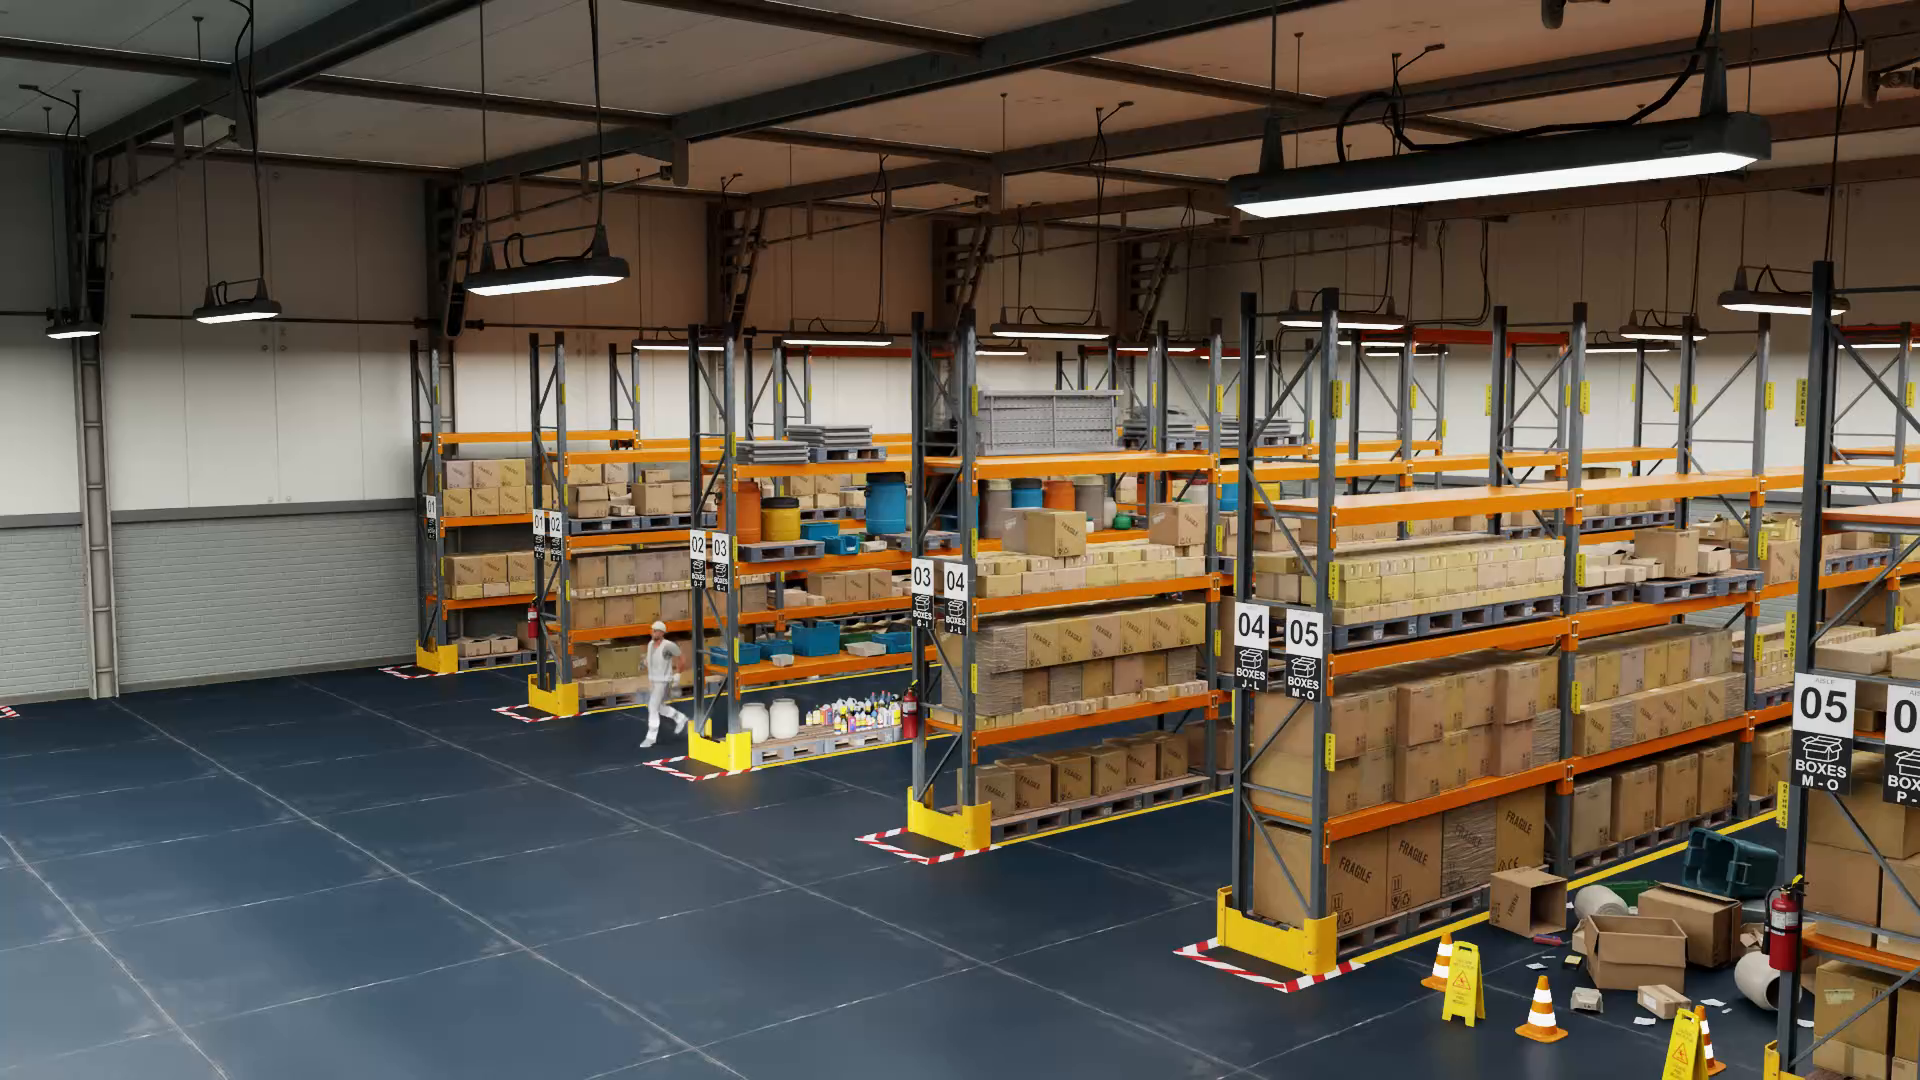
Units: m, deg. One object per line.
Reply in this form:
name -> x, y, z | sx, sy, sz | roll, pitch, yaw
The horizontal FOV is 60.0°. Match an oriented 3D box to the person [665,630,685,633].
person -> -5.134, 1.580, 29.928 | 0.705, 1.693, 0.542 | -5, 7, -44

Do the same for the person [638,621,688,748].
person -> -4.326, 2.060, 24.082 | 0.694, 1.785, 0.887 | 5, 7, 43
